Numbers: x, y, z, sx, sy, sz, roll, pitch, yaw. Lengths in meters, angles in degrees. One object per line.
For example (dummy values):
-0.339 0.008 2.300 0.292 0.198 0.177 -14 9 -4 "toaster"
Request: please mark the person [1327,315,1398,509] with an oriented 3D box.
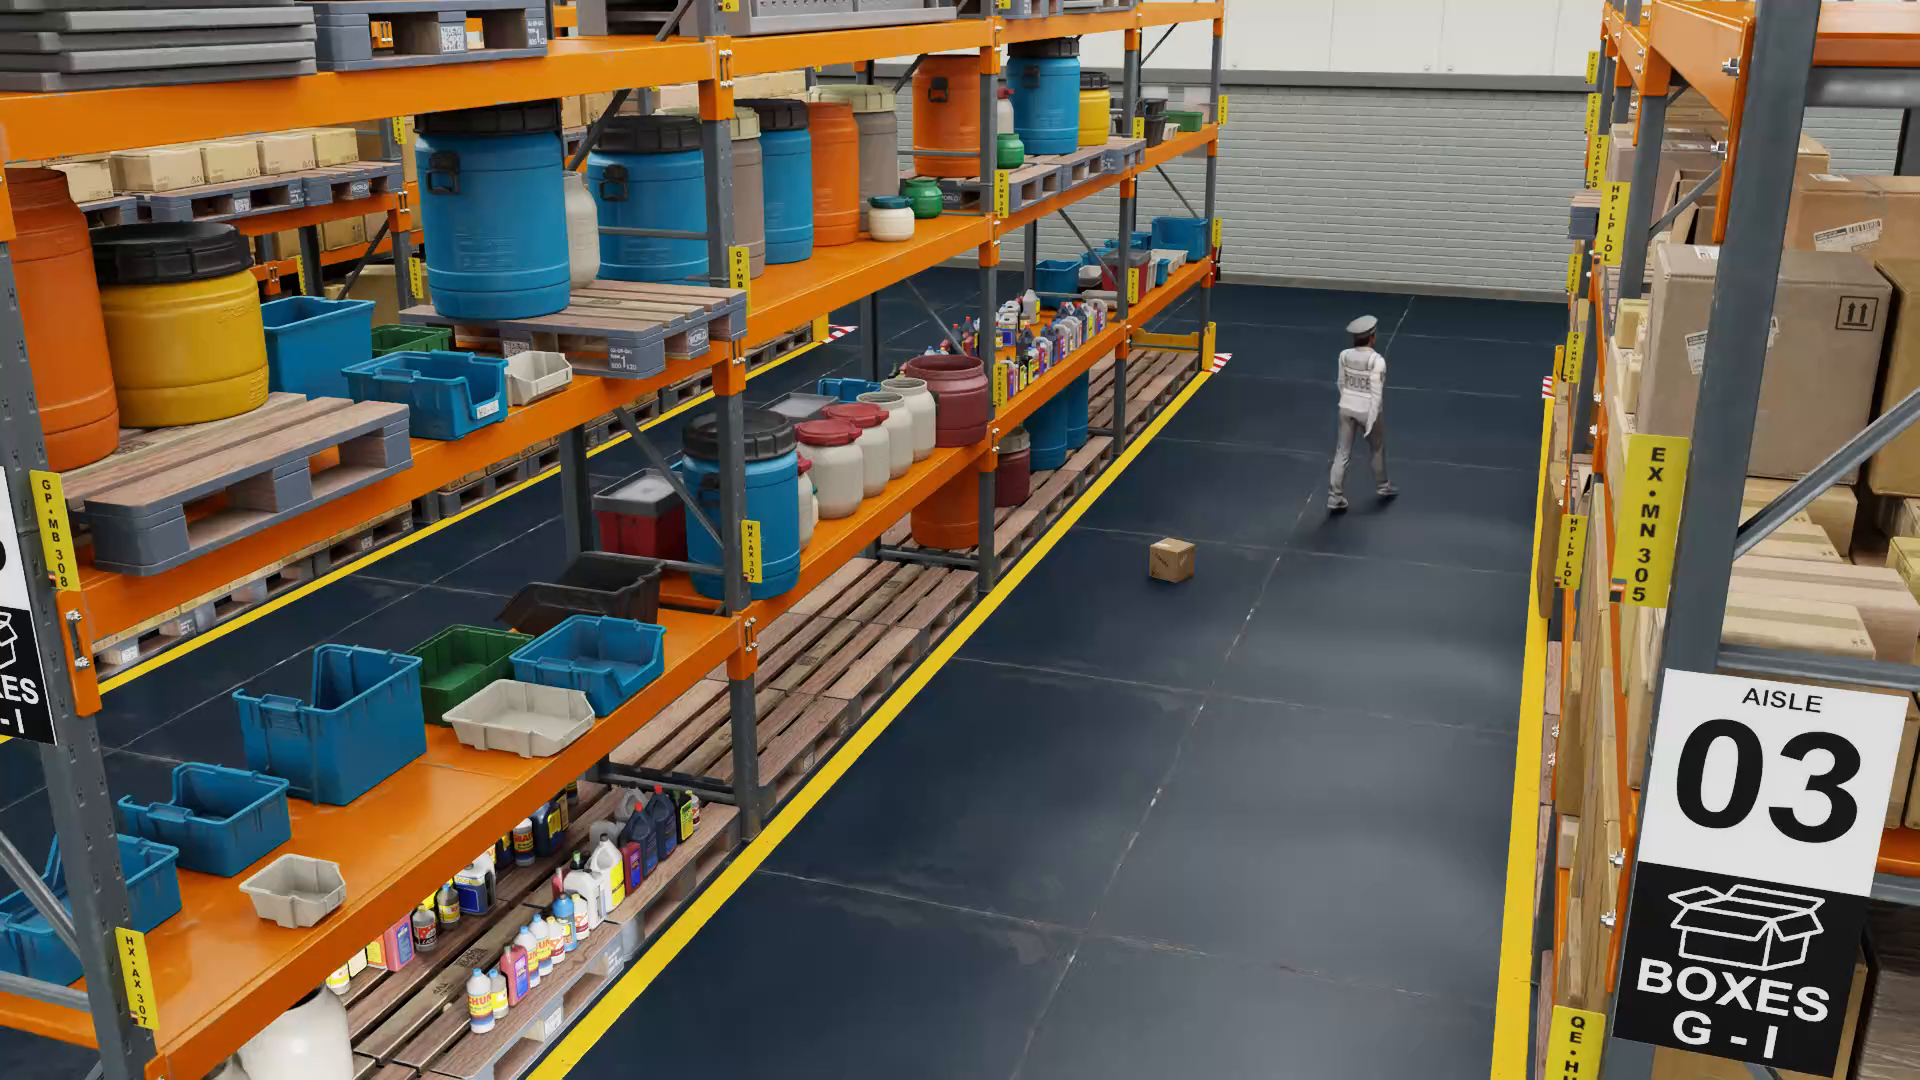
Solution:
3.474 -1.130 14.292 0.488 1.646 0.934 15 24 37 "person"
